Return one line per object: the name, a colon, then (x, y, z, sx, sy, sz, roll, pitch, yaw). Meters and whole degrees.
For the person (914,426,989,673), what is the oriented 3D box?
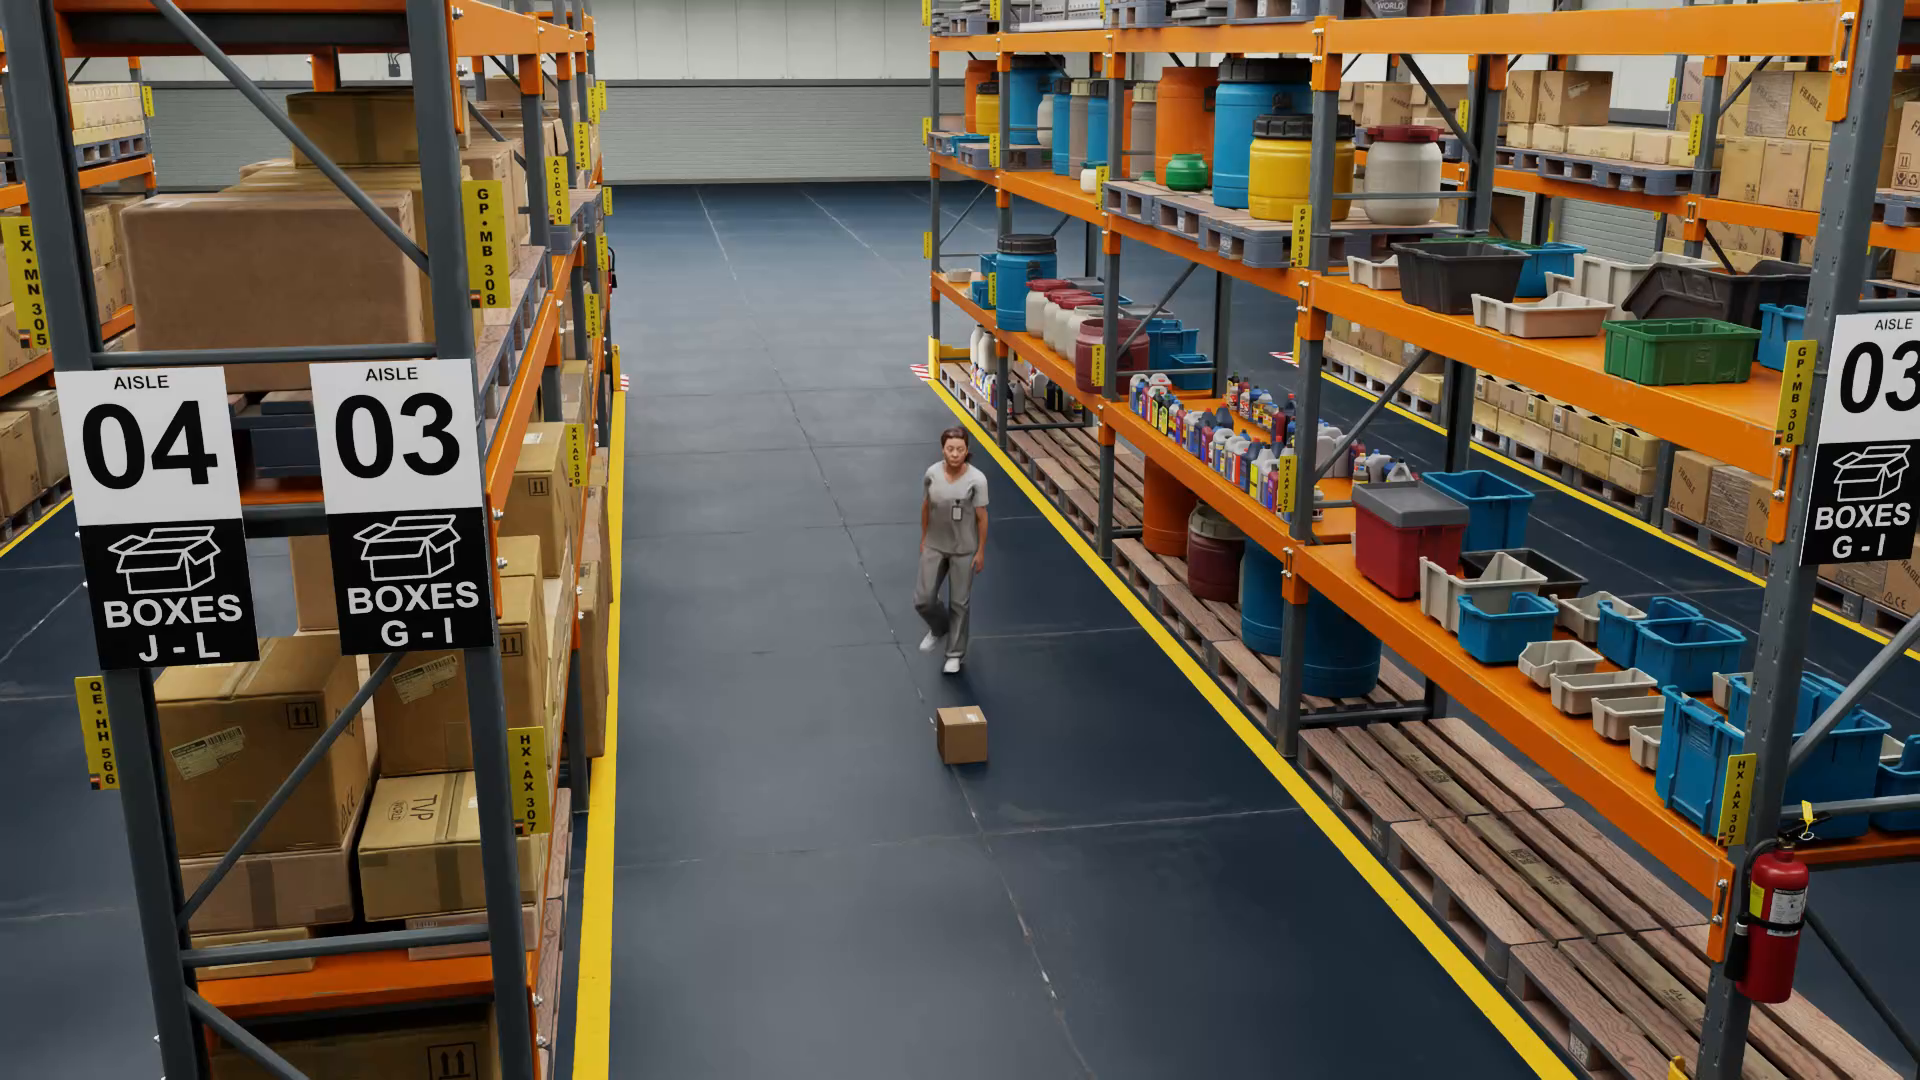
person: (-0.046, 0.049, 10.844, 0.502, 1.663, 0.485, 4, 17, 14)
